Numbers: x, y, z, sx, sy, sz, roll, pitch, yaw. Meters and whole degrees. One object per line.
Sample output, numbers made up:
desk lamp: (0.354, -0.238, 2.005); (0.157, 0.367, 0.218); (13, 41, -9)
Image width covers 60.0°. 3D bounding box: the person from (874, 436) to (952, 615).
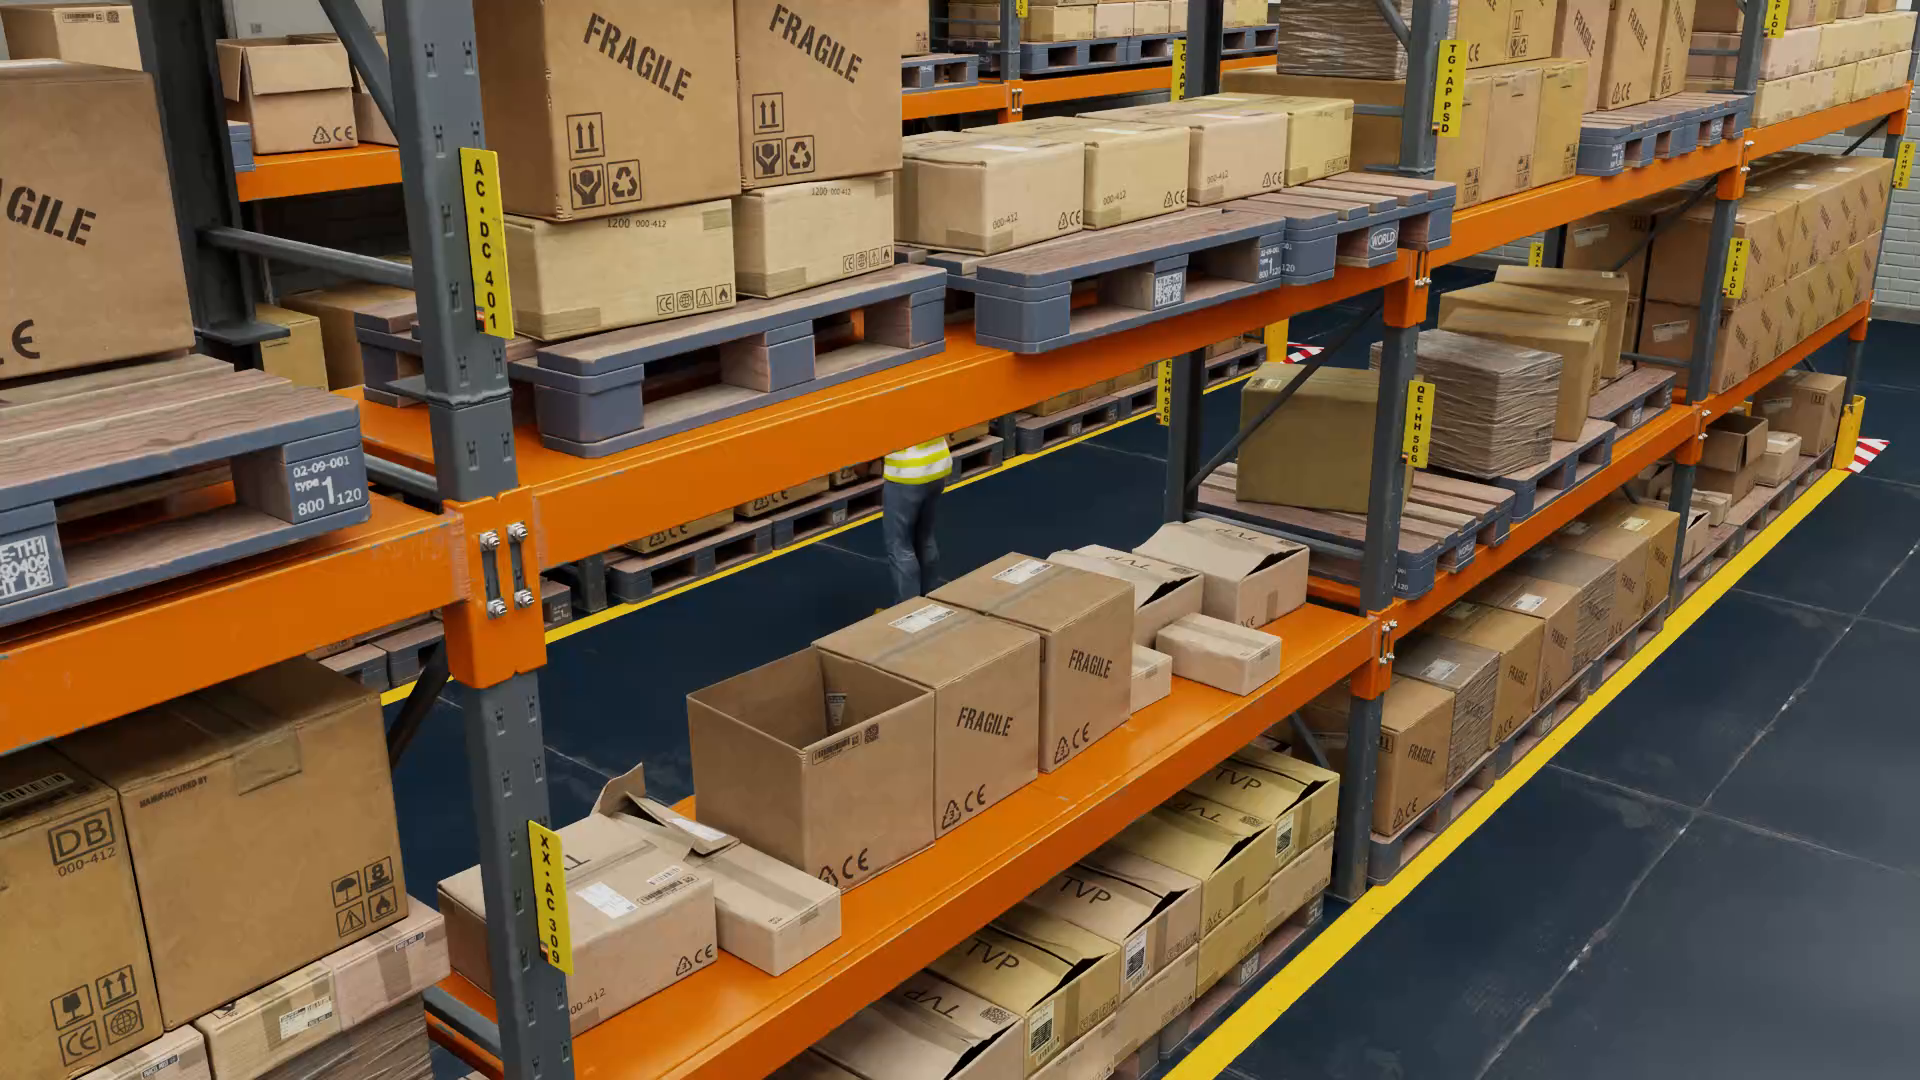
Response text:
person: (3.581, 2.071, 0.787); (17.768, 3.195, 9.829); (15, 25, 36)
